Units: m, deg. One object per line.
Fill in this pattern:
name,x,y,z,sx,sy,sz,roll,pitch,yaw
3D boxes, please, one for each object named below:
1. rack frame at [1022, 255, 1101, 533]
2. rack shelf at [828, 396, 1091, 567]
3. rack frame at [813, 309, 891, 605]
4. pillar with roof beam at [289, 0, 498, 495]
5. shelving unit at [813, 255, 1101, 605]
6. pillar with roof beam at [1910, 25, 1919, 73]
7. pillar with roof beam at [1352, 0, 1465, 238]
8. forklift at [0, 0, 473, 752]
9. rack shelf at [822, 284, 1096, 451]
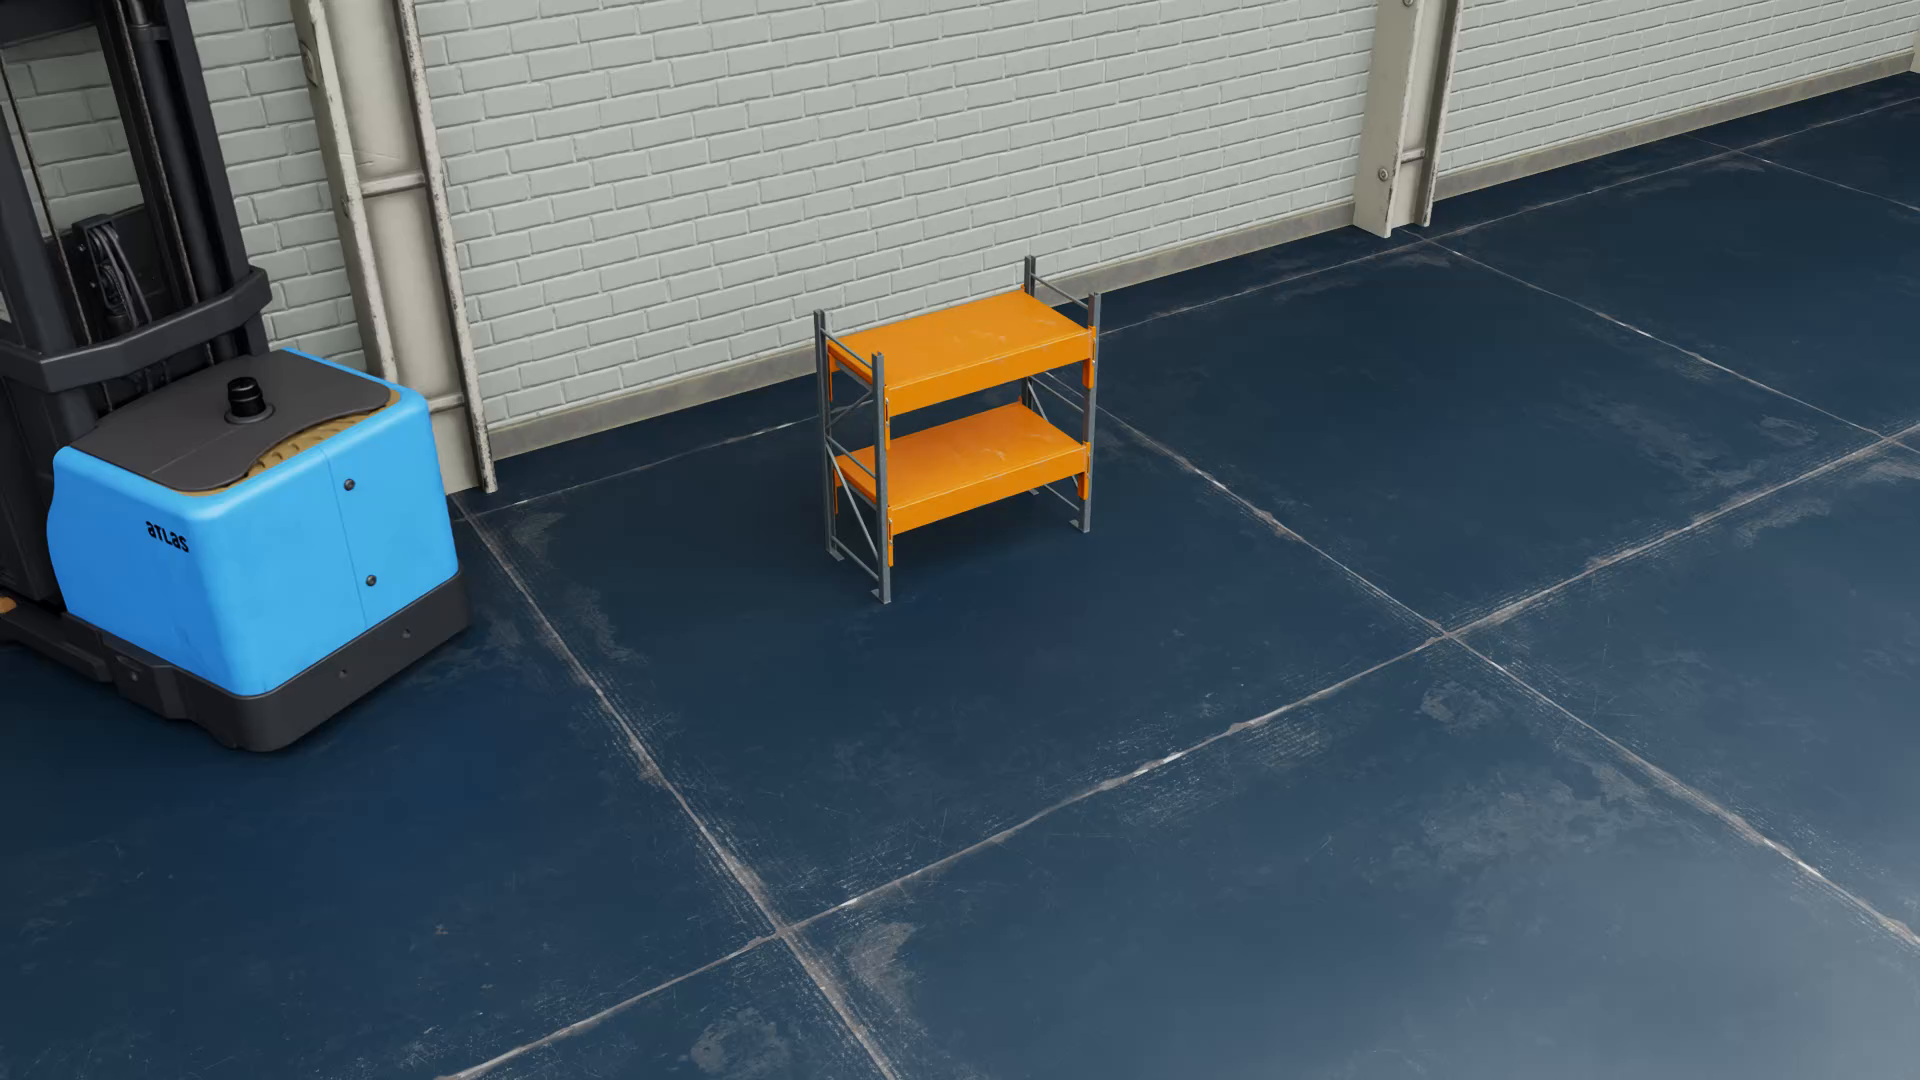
rack frame,0.422,-0.621,7.180,0.032,1.125,0.500,-19,37,-27
rack shelf,-0.006,-0.267,7.077,1.000,0.278,0.538,-19,37,-27
rack frame,-0.433,-0.327,6.714,0.032,1.125,0.500,-19,37,-27
pillar with roof beam,-0.031,-2.115,2.169,0.400,9.000,9.100,-19,37,-27
shelving unit,-0.006,-0.474,6.947,1.048,1.125,0.538,-19,37,-27
pillar with roof beam,10.055,-5.584,7.668,0.400,9.000,9.100,-19,37,-27
pillar with roof beam,5.012,-3.850,4.918,0.400,9.000,9.100,-19,37,-27
forklift,-3.463,-1.066,6.193,3.031,2.935,1.130,18,37,26
rack shelf,-0.006,-0.721,6.791,1.000,0.278,0.538,-19,37,-27
